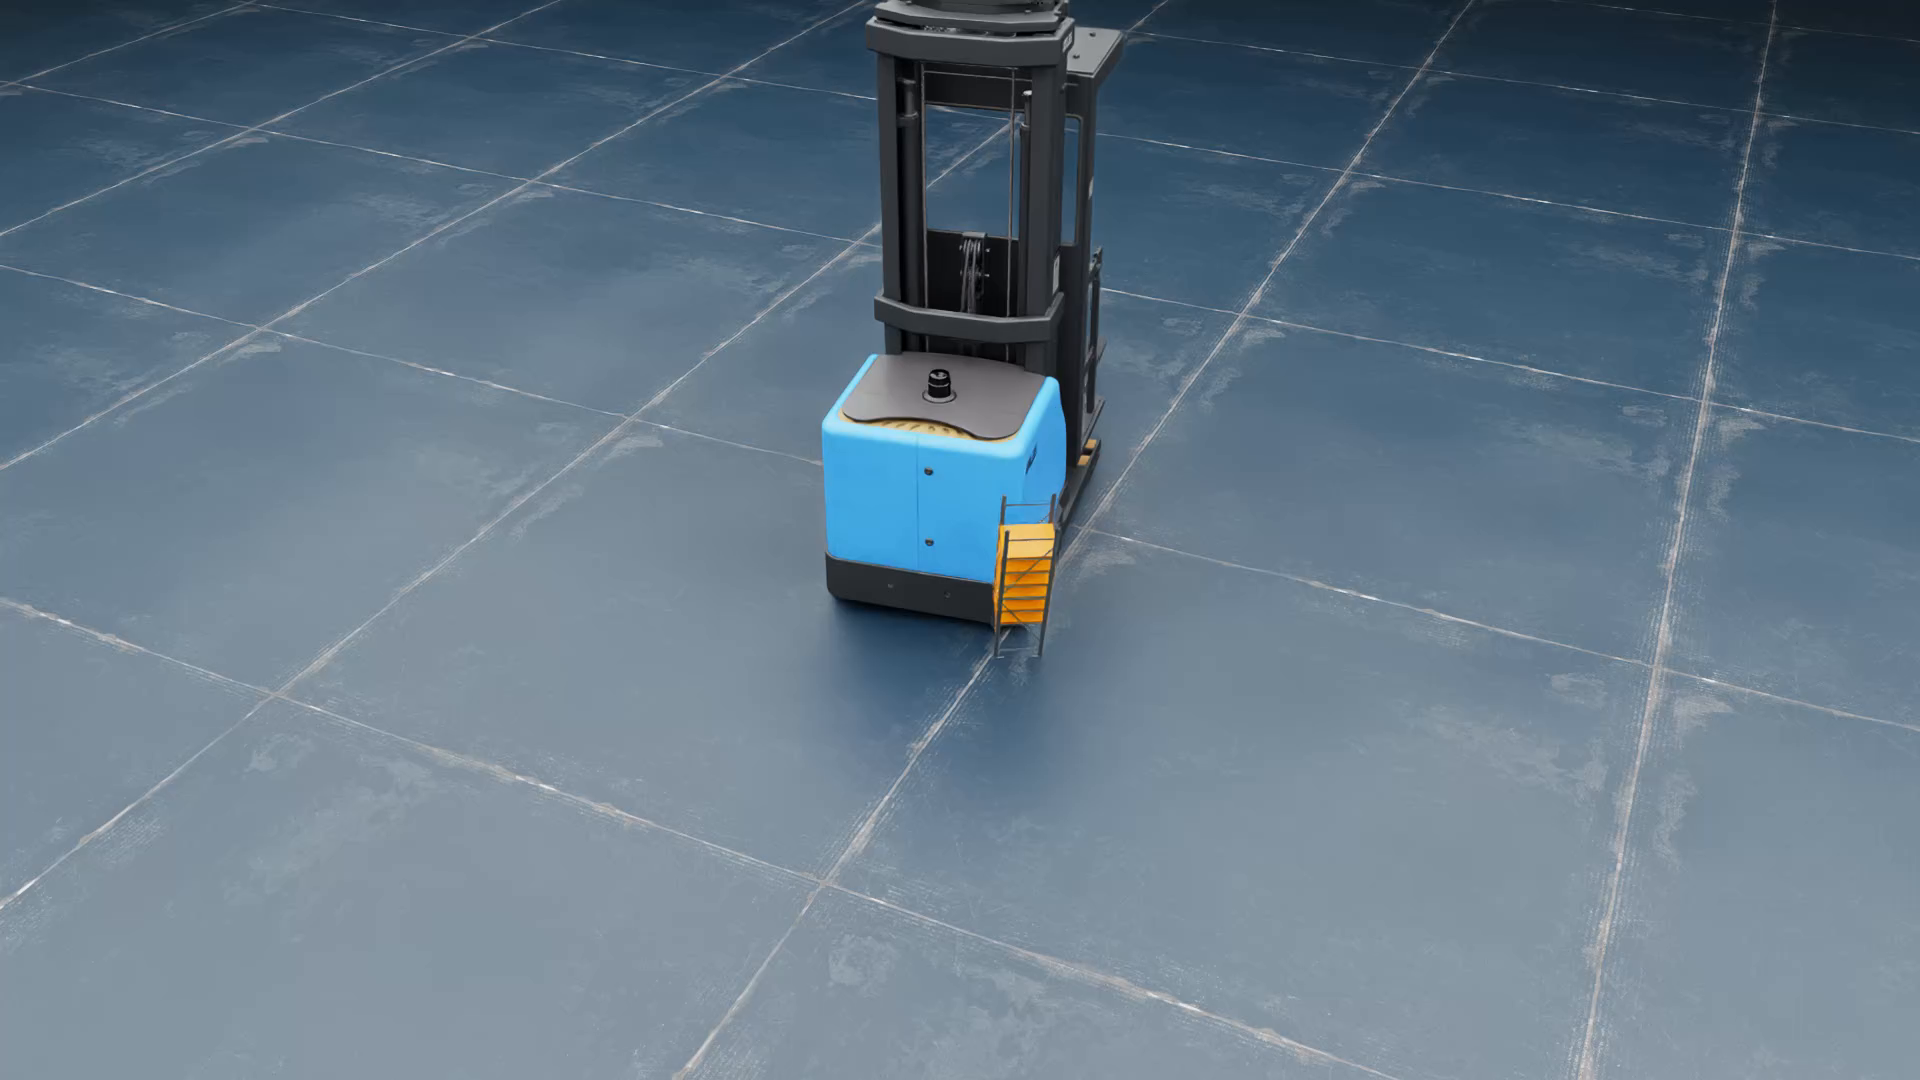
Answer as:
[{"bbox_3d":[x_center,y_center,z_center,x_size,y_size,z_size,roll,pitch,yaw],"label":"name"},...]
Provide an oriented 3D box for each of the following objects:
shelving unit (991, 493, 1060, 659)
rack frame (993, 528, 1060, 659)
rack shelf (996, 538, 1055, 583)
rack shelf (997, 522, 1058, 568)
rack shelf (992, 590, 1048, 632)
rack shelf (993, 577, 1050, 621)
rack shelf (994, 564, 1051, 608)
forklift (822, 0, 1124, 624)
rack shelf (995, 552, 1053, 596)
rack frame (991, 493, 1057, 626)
[{"bbox_3d":[0.294,0.190,7.762,0.258,1.200,0.189,-2,59,-3],"label":"shelving unit"},{"bbox_3d":[0.299,0.268,7.715,0.240,1.200,0.006,-2,59,-3],"label":"rack frame"},{"bbox_3d":[0.299,0.088,7.596,0.258,0.103,0.180,-2,59,-3],"label":"rack shelf"},{"bbox_3d":[0.302,0.026,7.493,0.258,0.103,0.180,-2,59,-3],"label":"rack shelf"},{"bbox_3d":[0.287,0.338,8.005,0.258,0.103,0.180,-2,59,-3],"label":"rack shelf"},{"bbox_3d":[0.290,0.276,7.903,0.258,0.103,0.180,-2,59,-3],"label":"rack shelf"},{"bbox_3d":[0.293,0.213,7.800,0.258,0.103,0.180,-2,59,-3],"label":"rack shelf"},{"bbox_3d":[0.205,-1.602,8.889,1.130,2.935,3.031,9,34,13],"label":"forklift"},{"bbox_3d":[0.296,0.151,7.698,0.258,0.103,0.180,-2,59,-3],"label":"rack shelf"},{"bbox_3d":[0.289,0.112,7.810,0.240,1.200,0.006,-2,59,-3],"label":"rack frame"}]
